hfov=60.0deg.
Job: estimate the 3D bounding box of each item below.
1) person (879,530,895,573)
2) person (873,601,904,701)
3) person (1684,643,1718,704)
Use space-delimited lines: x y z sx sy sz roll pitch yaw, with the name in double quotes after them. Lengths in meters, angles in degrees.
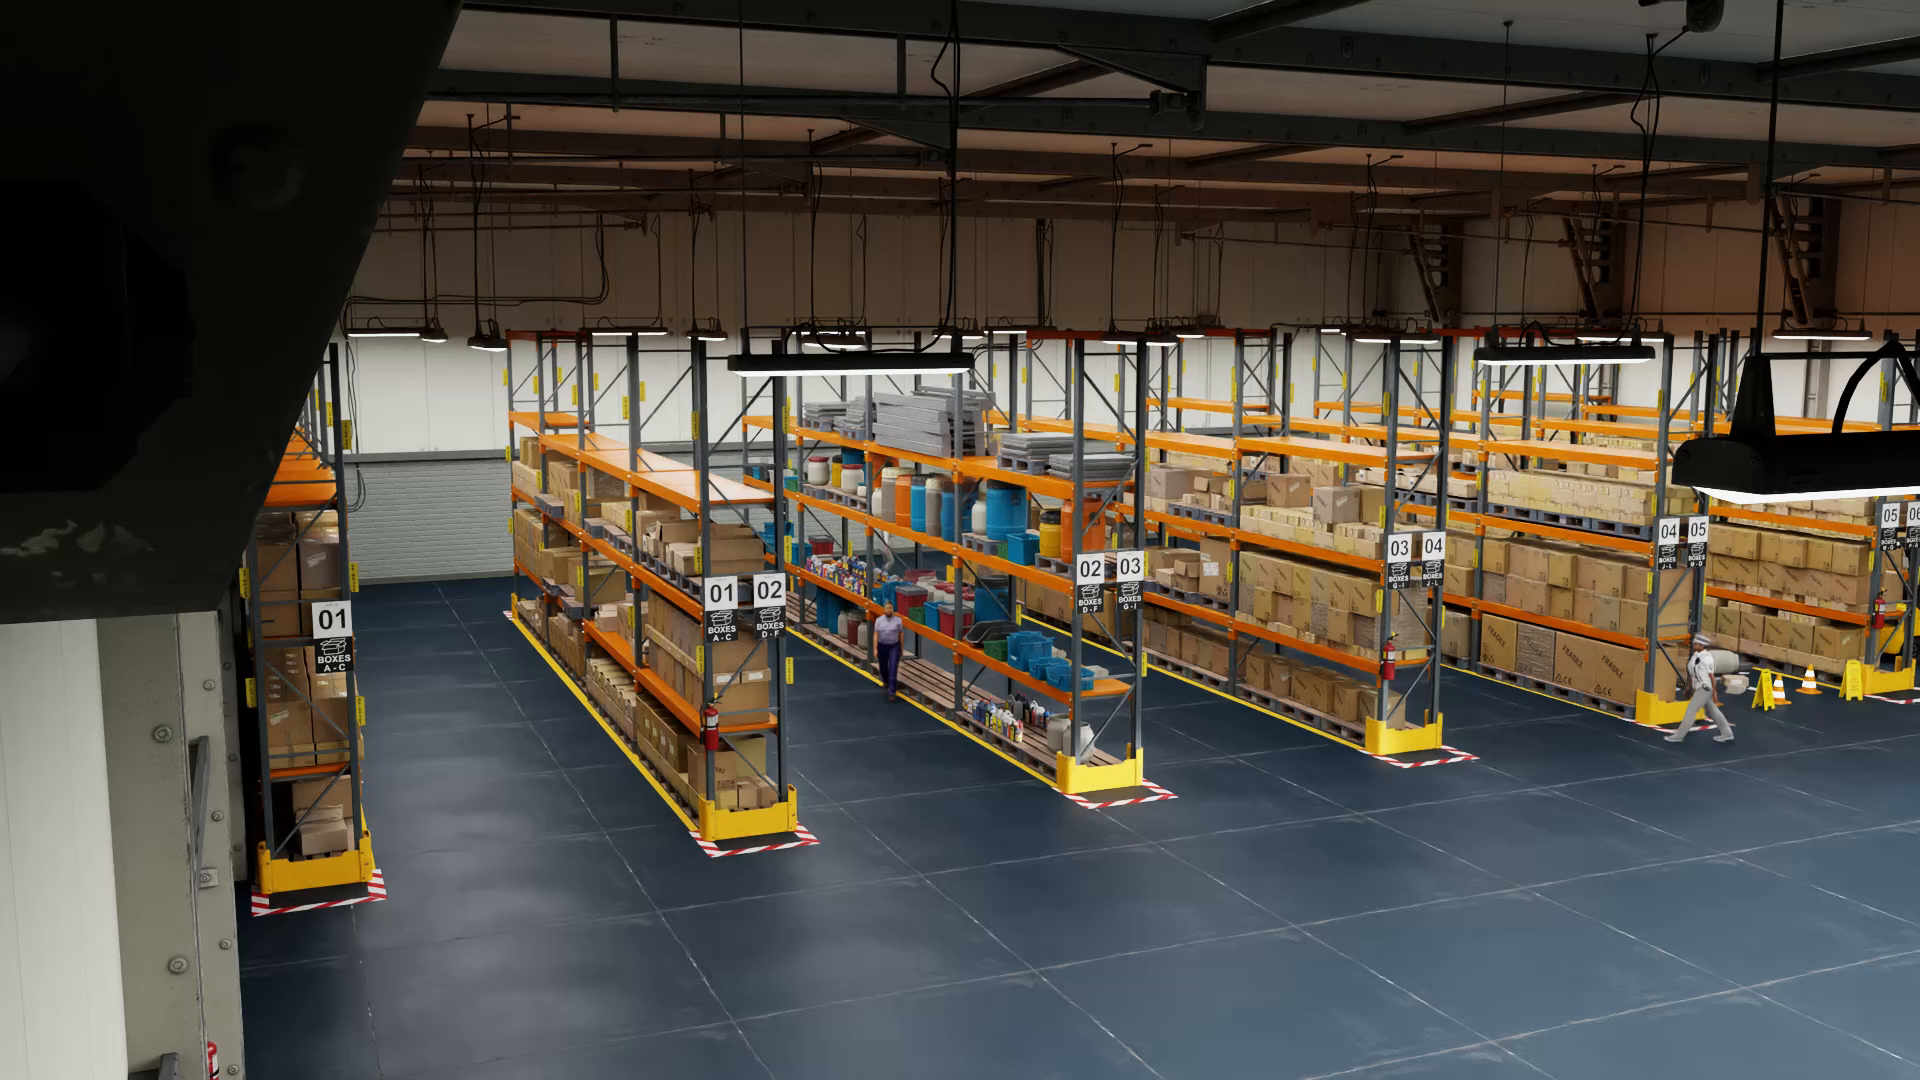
-1.723 0.284 39.107 0.355 1.309 0.466 -1 8 -5 "person"
5.544 1.507 29.713 13.272 1.613 7.160 1 8 7 "person"
10.937 1.893 24.514 0.391 0.979 0.475 1 8 8 "person"
